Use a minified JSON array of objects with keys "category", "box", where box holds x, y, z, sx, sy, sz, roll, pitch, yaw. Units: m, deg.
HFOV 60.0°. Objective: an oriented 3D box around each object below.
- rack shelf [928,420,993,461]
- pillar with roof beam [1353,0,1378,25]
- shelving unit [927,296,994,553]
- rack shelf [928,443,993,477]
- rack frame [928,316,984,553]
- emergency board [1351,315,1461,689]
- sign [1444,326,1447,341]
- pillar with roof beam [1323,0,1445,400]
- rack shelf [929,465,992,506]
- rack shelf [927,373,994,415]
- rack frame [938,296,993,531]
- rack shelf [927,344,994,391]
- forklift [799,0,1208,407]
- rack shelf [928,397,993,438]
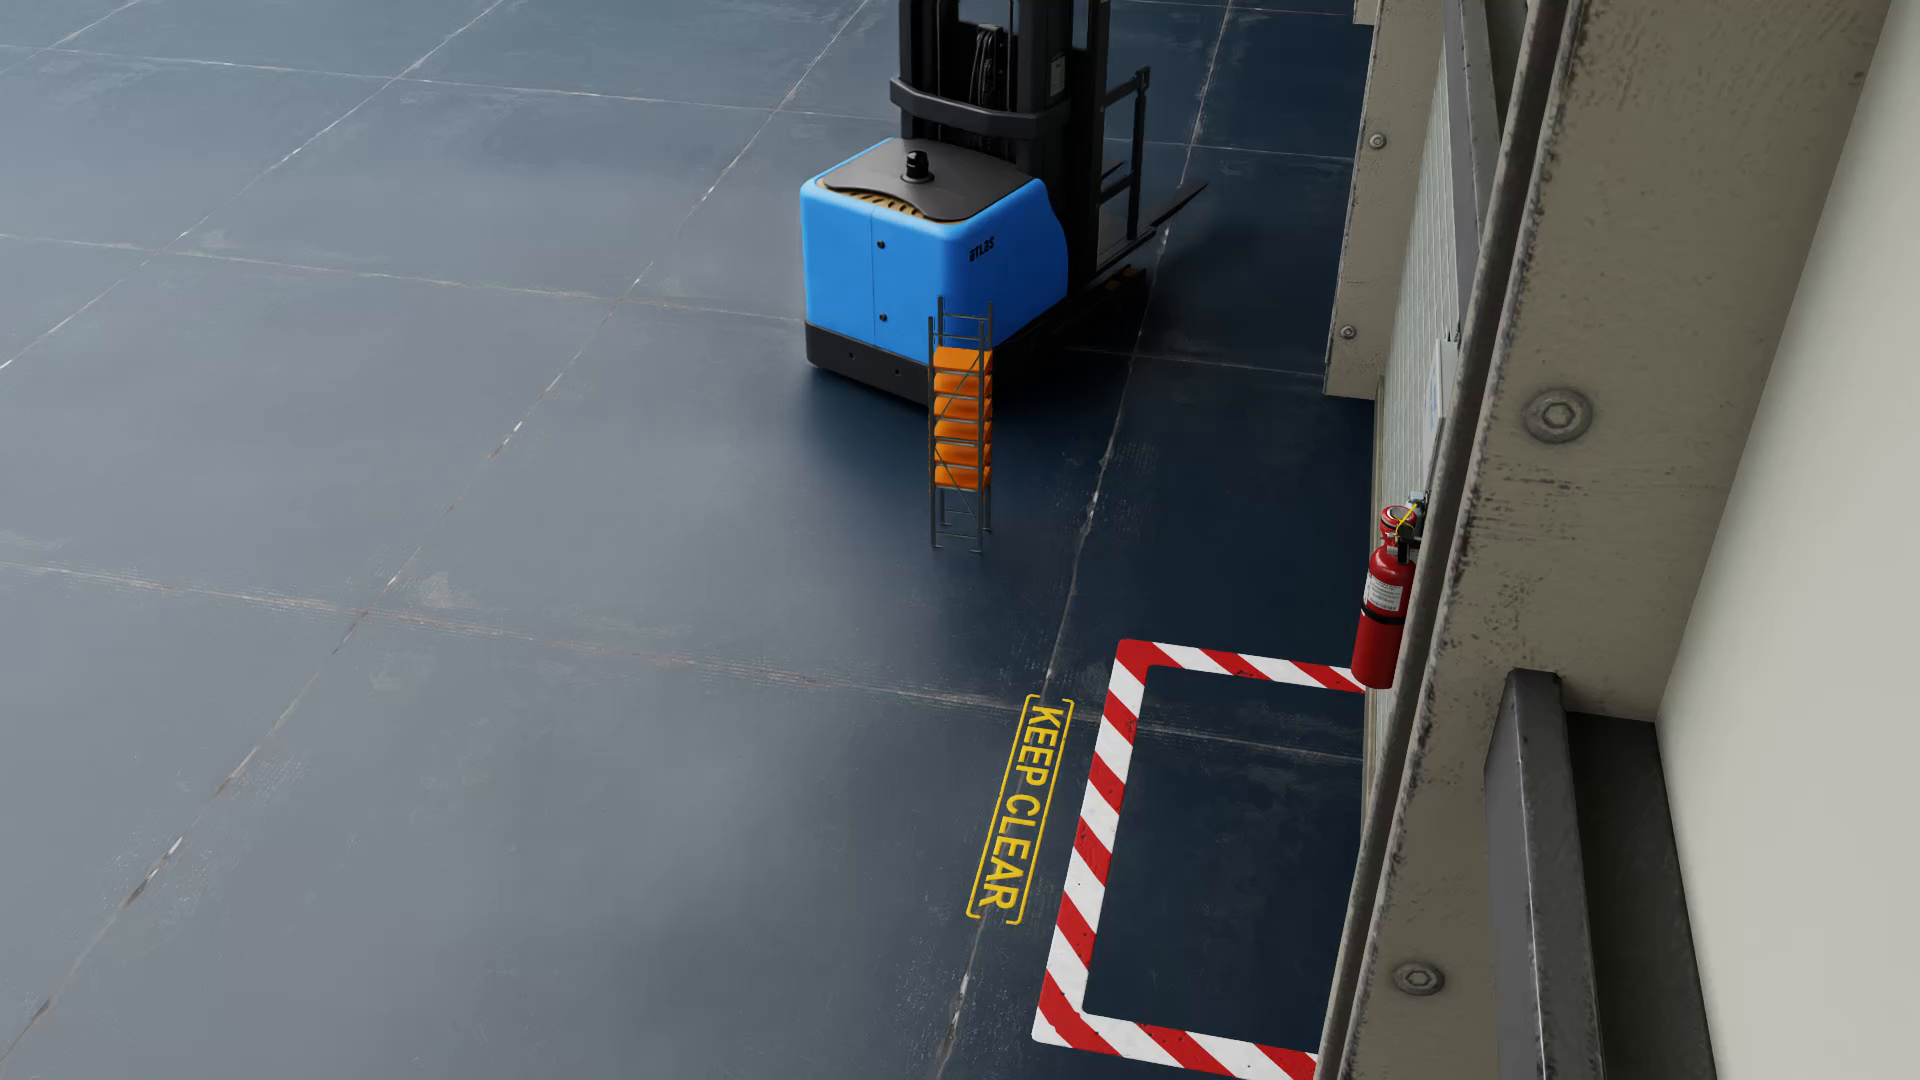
[{"category":"rack shelf","box":[0.003,-0.458,7.435,0.258,0.103,0.180,7,37,10]},{"category":"pillar with roof beam","box":[-0.808,-8.491,11.797,9.100,9.000,0.400,7,37,10]},{"category":"shelving unit","box":[0.003,-0.494,7.409,0.258,1.200,0.189,7,37,10]},{"category":"rack shelf","box":[0.003,-0.361,7.506,0.258,0.103,0.180,7,37,10]},{"category":"rack frame","box":[-0.016,-0.442,7.337,0.240,1.200,0.006,7,37,10]},{"category":"emergency board","box":[1.400,-0.054,5.269,0.194,1.169,0.643,7,37,10]},{"category":"sign","box":[1.609,-0.586,5.520,0.001,0.109,0.331,7,37,10]},{"category":"pillar with roof beam","box":[-2.090,-5.051,7.051,9.100,9.000,0.400,7,37,10]},{"category":"rack shelf","box":[0.003,-0.264,7.576,0.258,0.103,0.180,7,37,10]},{"category":"rack shelf","box":[0.003,-0.652,7.295,0.258,0.103,0.180,7,37,10]},{"category":"rack frame","box":[0.023,-0.547,7.482,0.240,1.200,0.006,7,37,10]},{"category":"rack shelf","box":[0.003,-0.750,7.224,0.258,0.103,0.180,7,37,10]},{"category":"forklift","box":[0.426,-2.659,8.921,1.130,2.935,3.031,22,42,28]},{"category":"rack shelf","box":[0.003,-0.555,7.365,0.258,0.103,0.180,7,37,10]}]
